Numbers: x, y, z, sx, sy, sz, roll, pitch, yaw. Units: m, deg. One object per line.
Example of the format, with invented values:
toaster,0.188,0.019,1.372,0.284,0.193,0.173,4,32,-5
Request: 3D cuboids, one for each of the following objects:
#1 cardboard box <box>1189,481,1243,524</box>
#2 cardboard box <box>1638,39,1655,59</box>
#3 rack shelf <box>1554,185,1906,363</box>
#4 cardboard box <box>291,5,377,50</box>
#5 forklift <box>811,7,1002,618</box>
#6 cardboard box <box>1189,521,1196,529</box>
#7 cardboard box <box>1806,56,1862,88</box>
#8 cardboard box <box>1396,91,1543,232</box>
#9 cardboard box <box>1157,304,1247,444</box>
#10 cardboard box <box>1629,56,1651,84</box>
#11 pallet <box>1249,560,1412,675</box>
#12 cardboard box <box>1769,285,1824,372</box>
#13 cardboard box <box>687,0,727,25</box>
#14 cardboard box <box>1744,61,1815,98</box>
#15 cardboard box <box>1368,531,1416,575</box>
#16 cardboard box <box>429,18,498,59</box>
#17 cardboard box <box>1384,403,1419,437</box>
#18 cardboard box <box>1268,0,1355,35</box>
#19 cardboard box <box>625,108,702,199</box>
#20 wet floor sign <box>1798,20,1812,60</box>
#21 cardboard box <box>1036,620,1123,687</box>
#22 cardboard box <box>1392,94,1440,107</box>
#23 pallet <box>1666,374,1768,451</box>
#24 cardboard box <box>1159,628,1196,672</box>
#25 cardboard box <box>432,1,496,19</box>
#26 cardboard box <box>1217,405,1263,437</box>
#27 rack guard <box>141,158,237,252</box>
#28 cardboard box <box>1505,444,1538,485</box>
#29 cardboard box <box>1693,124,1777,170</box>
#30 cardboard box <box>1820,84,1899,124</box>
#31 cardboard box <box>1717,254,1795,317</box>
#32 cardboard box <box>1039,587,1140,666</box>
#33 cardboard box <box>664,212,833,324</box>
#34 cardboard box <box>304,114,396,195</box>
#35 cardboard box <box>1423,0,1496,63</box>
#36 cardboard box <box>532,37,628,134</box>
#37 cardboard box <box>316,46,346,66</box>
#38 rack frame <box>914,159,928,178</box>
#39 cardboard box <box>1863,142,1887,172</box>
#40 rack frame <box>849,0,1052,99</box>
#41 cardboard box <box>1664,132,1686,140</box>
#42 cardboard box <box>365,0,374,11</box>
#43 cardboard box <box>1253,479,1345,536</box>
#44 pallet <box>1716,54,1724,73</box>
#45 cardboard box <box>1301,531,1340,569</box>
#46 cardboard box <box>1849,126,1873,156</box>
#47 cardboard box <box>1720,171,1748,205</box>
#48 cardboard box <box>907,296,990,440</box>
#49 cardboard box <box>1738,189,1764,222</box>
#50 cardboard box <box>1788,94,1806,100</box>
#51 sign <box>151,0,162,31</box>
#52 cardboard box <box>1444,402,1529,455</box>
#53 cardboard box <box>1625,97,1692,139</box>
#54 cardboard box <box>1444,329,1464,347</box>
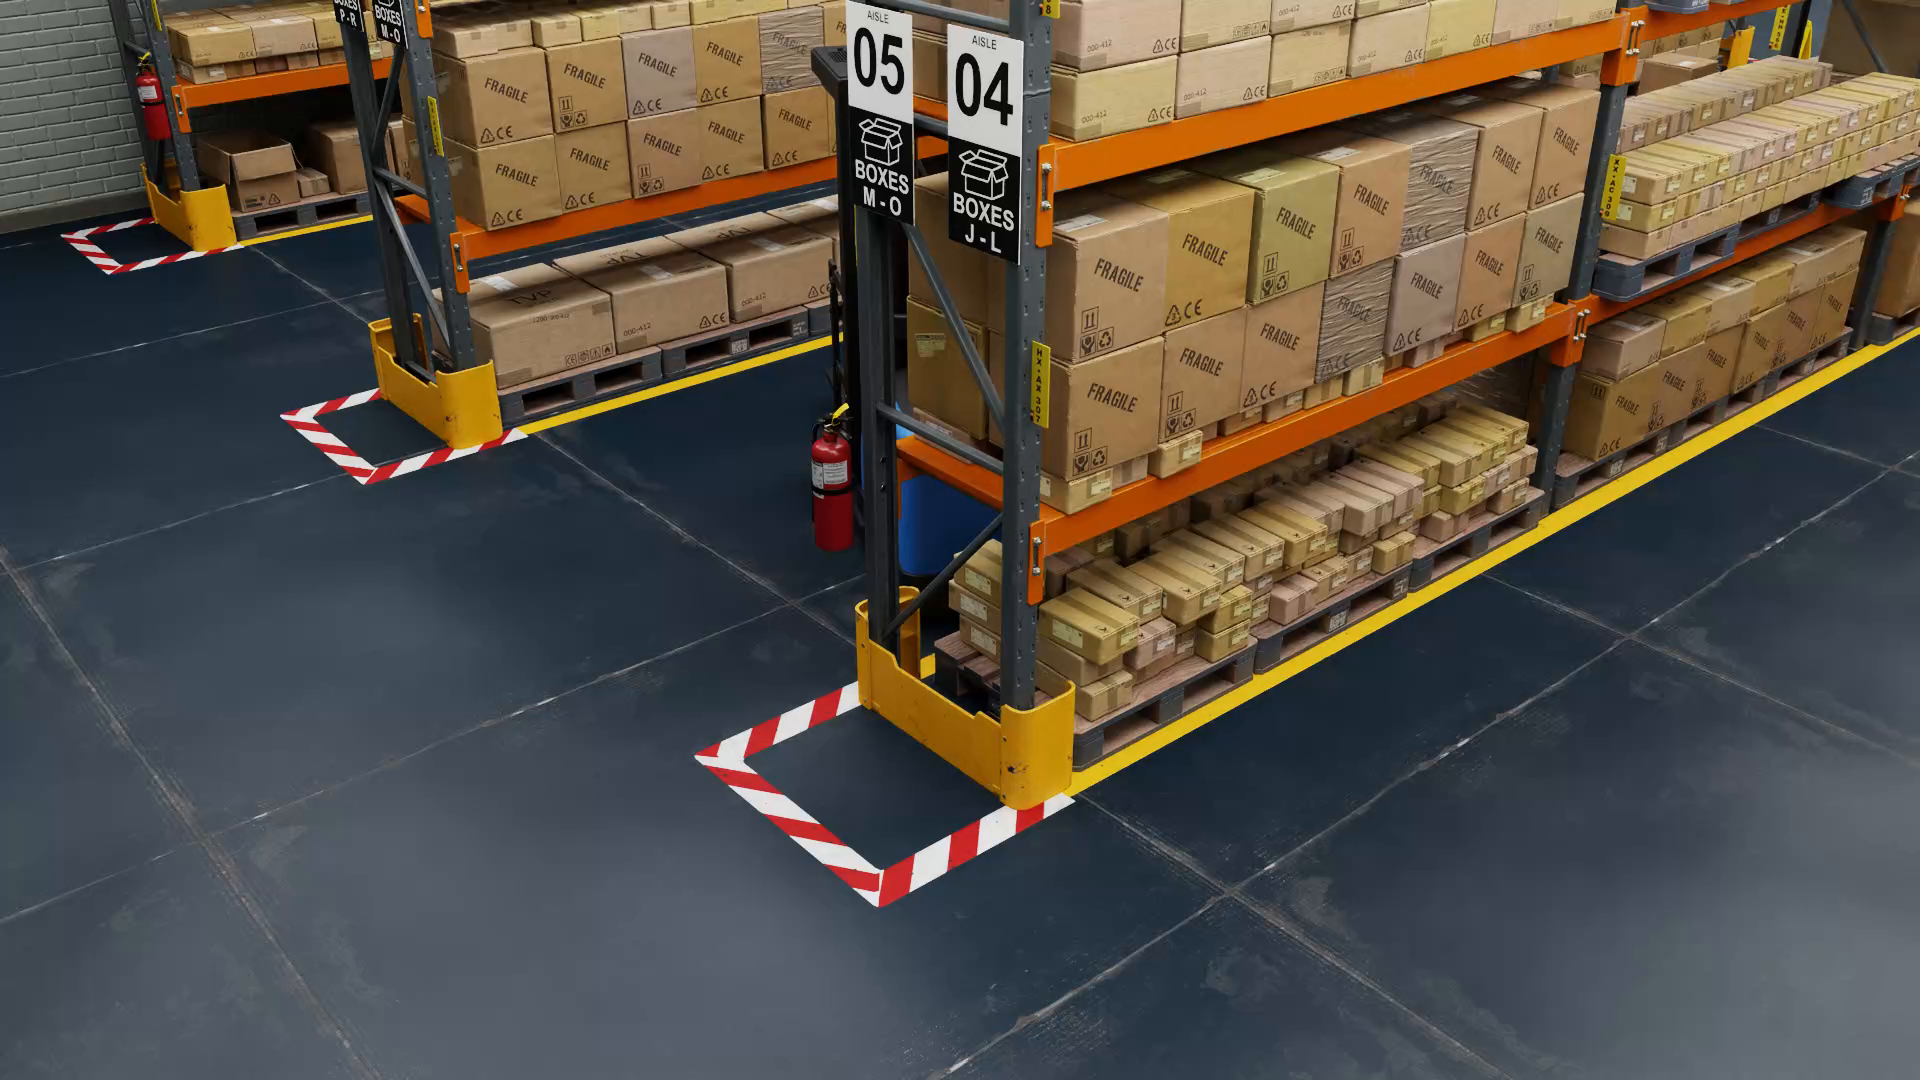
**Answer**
cardboard box,1.206,-0.218,8.424,0.250,0.149,0.380,-23,36,-36
cardboard box,7.205,-5.523,18.078,0.500,0.500,0.500,-20,34,-32
rack shelf,4.511,-1.913,10.410,4.000,0.370,1.077,-22,35,-35
cardboard box,-5.281,-4.335,14.023,0.500,0.250,0.500,-23,36,-36
forklift,-0.162,-1.579,9.096,1.130,2.935,3.031,-7,29,-13
cardboard box,1.149,-0.112,8.541,0.250,0.149,0.380,-20,34,-33
cardboard box,6.201,-3.120,11.800,0.500,0.500,0.500,-22,35,-35
cardboard box,2.417,-1.834,8.017,0.500,0.500,0.500,-23,36,-36
cardboard box,0.858,-0.781,7.108,0.500,0.500,0.500,-22,35,-35
cardboard box,7.210,-5.197,18.263,0.500,0.250,0.500,-22,35,-36
pallet,1.573,0.205,8.643,1.213,0.211,1.003,-22,35,-35
cardboard box,5.304,-1.472,11.029,0.500,0.500,0.500,-20,34,-33
cardboard box,-1.686,-3.379,10.534,0.250,0.149,0.380,-23,36,-36
cardboard box,5.352,-3.024,10.916,0.250,0.149,0.380,-23,36,-36
cardboard box,2.125,0.012,8.623,0.250,0.149,0.380,-22,35,-35
cardboard box,-2.894,-2.919,9.675,0.250,0.149,0.380,-21,35,-34
cardboard box,2.345,-0.715,9.353,0.250,0.149,0.380,-20,34,-33
cardboard box,1.237,-2.224,6.674,0.500,0.250,0.500,-21,35,-34
cardboard box,-2.026,-2.541,10.716,0.500,0.500,0.500,-22,35,-35
wet floor sign,9.668,-5.670,19.174,0.232,0.644,0.267,-10,30,-18
cardboard box,0.512,0.478,7.437,0.250,0.149,0.380,-20,34,-33
cardboard box,2.103,-2.020,8.365,0.500,0.500,0.500,-23,36,-36
pallet,4.509,-1.003,10.902,1.213,0.211,1.003,-22,35,-35
cardboard box,0.883,0.444,7.816,0.250,0.149,0.380,-21,35,-34
cardboard box,-3.023,-3.178,10.159,0.250,0.149,0.380,-21,35,-34
cardboard box,1.142,-0.624,7.502,0.250,0.149,0.380,-22,35,-35
rack guard,-6.510,-2.838,14.031,0.348,0.500,1.175,-22,35,-35
cardboard box,2.956,-0.467,9.205,0.250,0.149,0.380,-21,35,-34
cardboard box,4.378,-2.230,9.430,0.250,0.149,0.380,-22,35,-35
cardboard box,5.565,-2.708,10.325,0.250,0.149,0.380,-21,34,-33
cardboard box,4.908,-1.644,10.555,0.500,0.250,0.500,-21,35,-34
cardboard box,0.565,0.376,7.311,0.250,0.149,0.380,-24,36,-37
cardboard box,-1.528,-1.990,12.064,0.875,0.438,0.875,-23,36,-36
cardboard box,-5.366,-3.401,14.638,0.500,0.500,0.700,-20,34,-33
cardboard box,2.018,-2.324,7.393,0.500,0.250,0.500,-22,35,-35
cardboard box,-2.405,-2.829,10.195,0.500,0.500,0.500,-23,36,-36
cardboard box,-5.368,-4.135,14.071,0.250,0.149,0.380,-21,35,-34
rack frame,-0.300,-3.362,12.359,0.127,3.000,1.000,-22,35,-35
cardboard box,5.570,-2.447,10.467,0.250,0.149,0.380,-21,35,-34
rack frame,-0.054,-3.041,5.392,0.127,3.000,1.000,-22,35,-35
cardboard box,4.164,-2.421,10.103,0.250,0.149,0.380,-22,35,-35
cardboard box,-4.907,-4.814,14.124,0.500,0.500,0.500,-21,35,-34
cardboard box,1.683,-0.144,8.286,0.250,0.149,0.380,-22,35,-35
pallet,8.130,-5.544,19.401,1.213,0.211,1.003,-22,35,-35
cardboard box,1.683,-0.024,8.376,0.250,0.149,0.380,-20,34,-33
cardboard box,5.361,-2.493,10.238,0.250,0.149,0.380,-22,35,-35
cardboard box,4.177,-2.019,9.350,0.250,0.149,0.380,-24,36,-37
cardboard box,0.121,-0.800,7.143,0.500,0.500,0.500,-21,35,-34
cardboard box,4.372,-1.965,9.565,0.250,0.149,0.380,-24,36,-37
cardboard box,5.329,-2.888,10.977,0.250,0.149,0.380,-20,34,-33
sign,-6.216,-4.105,12.830,0.005,0.325,0.100,-22,35,-35
cardboard box,2.888,-0.607,9.150,0.250,0.149,0.380,-21,34,-34
cardboard box,4.160,-2.546,10.022,0.250,0.149,0.380,-24,36,-37
cardboard box,2.316,-1.104,8.400,0.250,0.149,0.380,-23,36,-36
